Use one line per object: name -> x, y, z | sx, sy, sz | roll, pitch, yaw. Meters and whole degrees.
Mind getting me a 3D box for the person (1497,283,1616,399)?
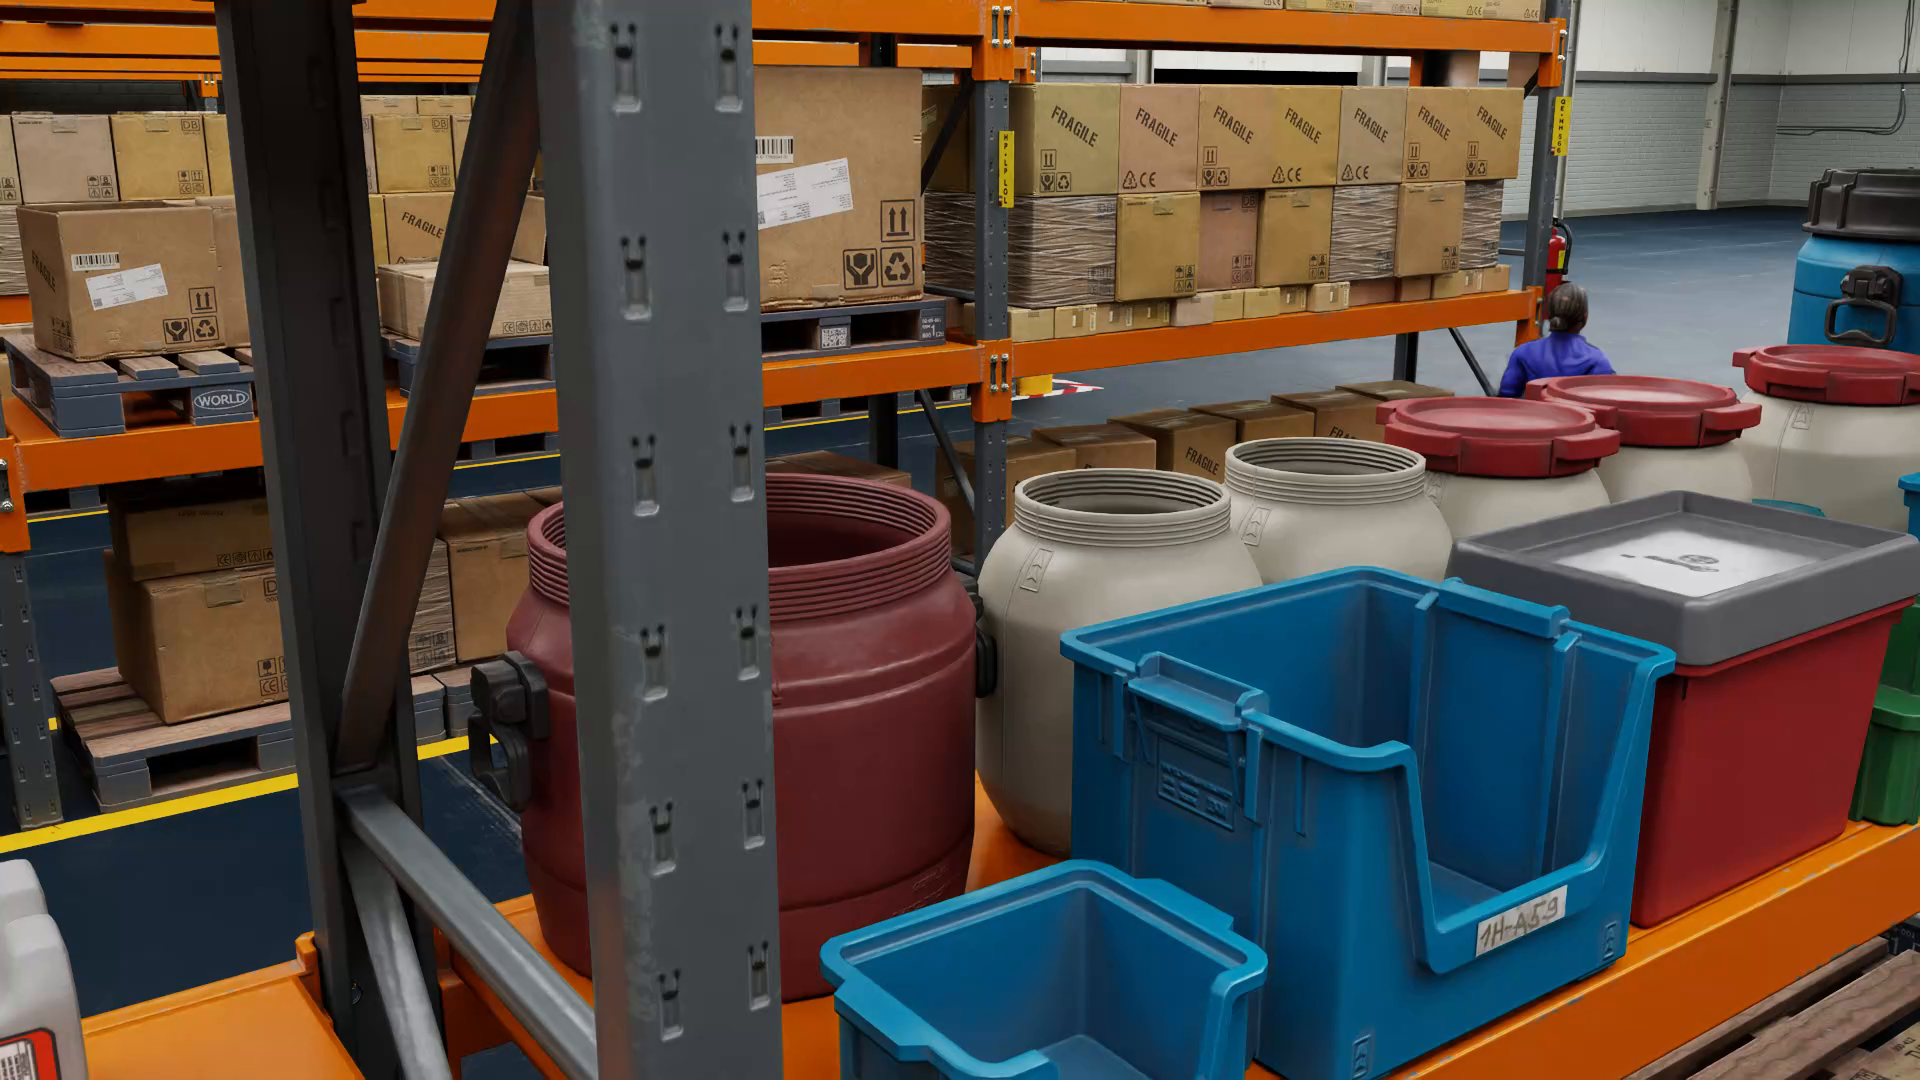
person -> 2.681, -0.340, 7.394 | 0.594, 1.617, 0.476 | 12, 19, 39
